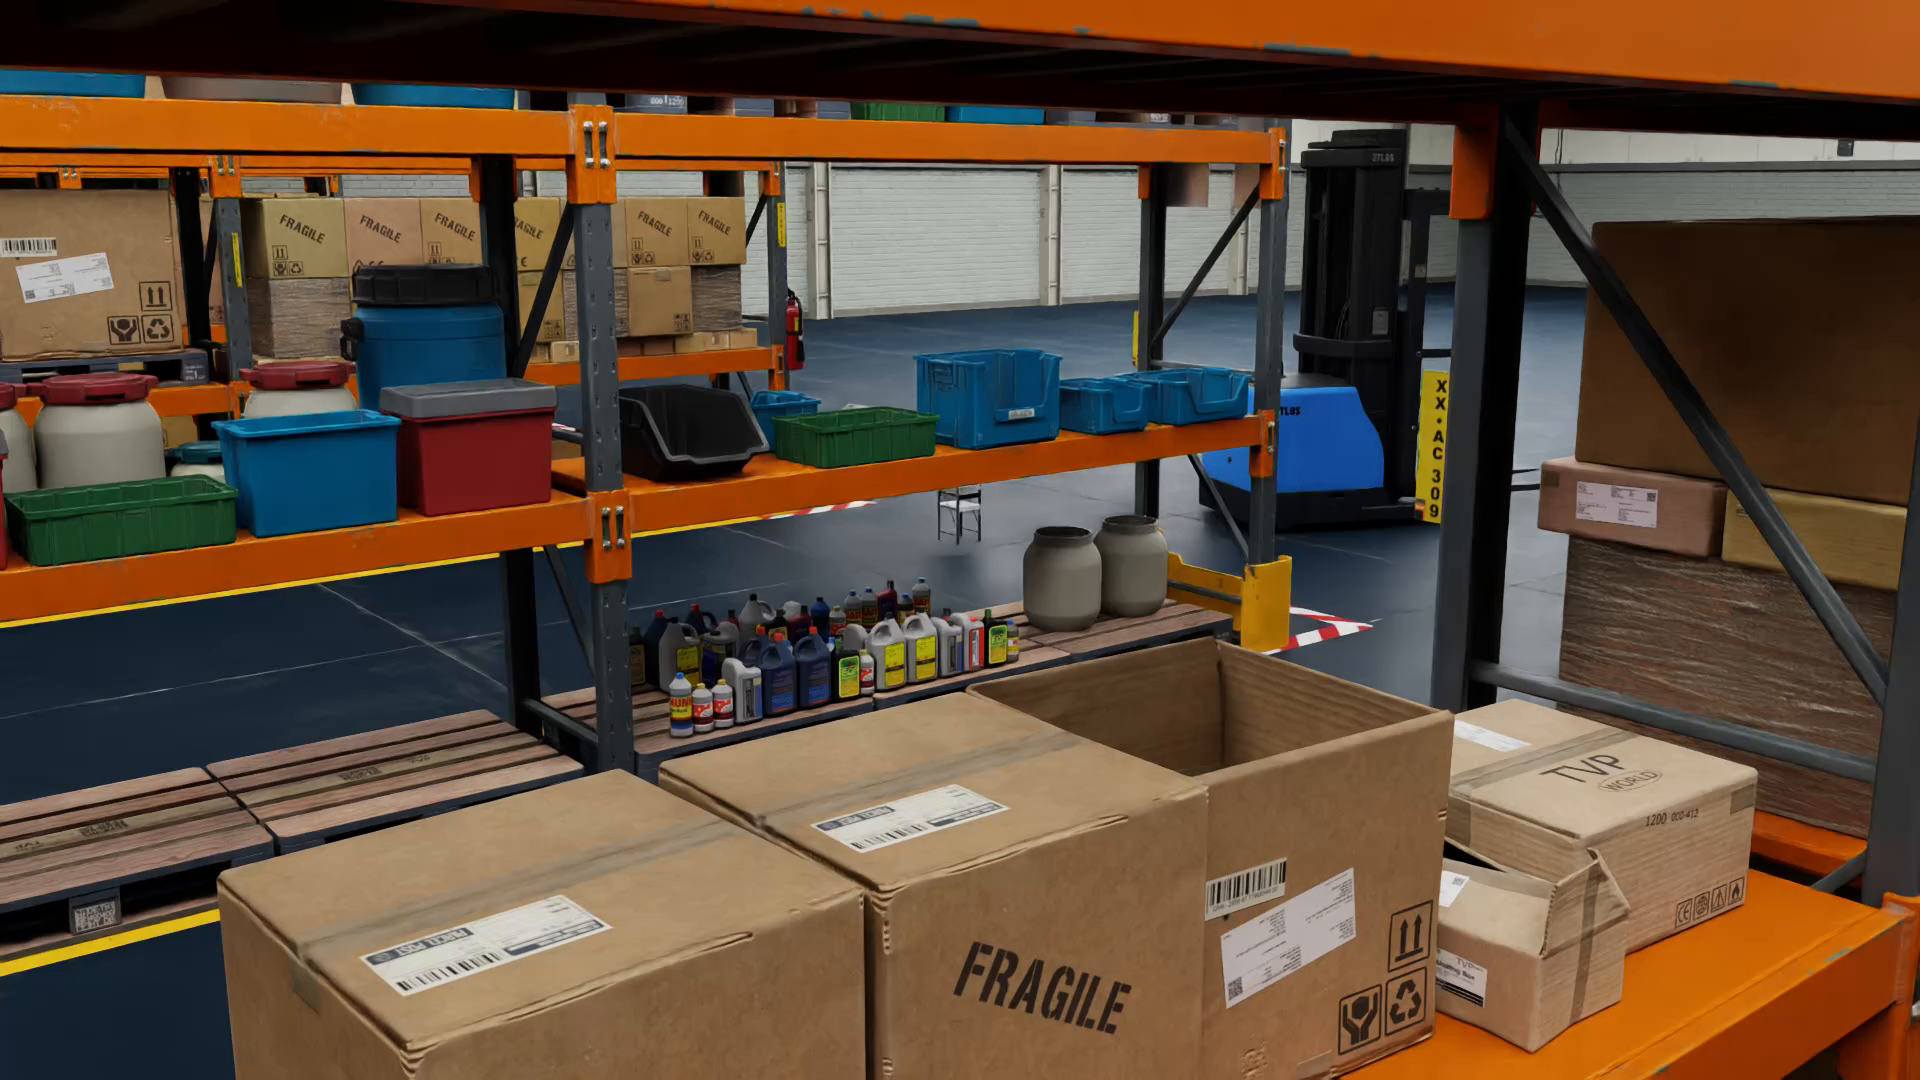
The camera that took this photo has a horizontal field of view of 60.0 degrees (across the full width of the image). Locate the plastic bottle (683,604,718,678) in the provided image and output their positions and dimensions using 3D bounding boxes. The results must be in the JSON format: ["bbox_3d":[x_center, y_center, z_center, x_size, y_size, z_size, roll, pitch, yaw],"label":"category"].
[{"bbox_3d":[-1.245,0.476,7.983,0.185,0.351,0.144,-10,16,-40],"label":"plastic bottle"}]

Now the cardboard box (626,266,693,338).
[{"bbox_3d":[-2.451,-1.815,12.497,0.500,0.500,0.875,-9,15,-38],"label":"cardboard box"}]

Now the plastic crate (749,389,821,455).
[{"bbox_3d":[-1.024,-0.564,7.922,0.616,0.251,0.499,-9,15,-38],"label":"plastic crate"}]

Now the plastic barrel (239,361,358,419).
[{"bbox_3d":[-2.602,-0.427,6.592,0.433,0.535,0.433,0,12,0],"label":"plastic barrel"}]

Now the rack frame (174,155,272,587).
[{"bbox_3d":[-4.812,-1.253,10.806,0.127,3.000,1.000,-9,15,-38],"label":"rack frame"}]

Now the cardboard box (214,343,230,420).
[{"bbox_3d":[-6.596,-1.424,15.718,0.875,0.875,0.875,-9,15,-37],"label":"cardboard box"}]

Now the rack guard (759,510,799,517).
[{"bbox_3d":[-1.748,-0.539,13.464,0.348,0.500,1.175,-9,15,-38],"label":"rack guard"}]

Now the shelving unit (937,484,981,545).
[{"bbox_3d":[-0.006,-0.439,12.030,0.210,0.900,0.258,-9,15,-38],"label":"shelving unit"}]

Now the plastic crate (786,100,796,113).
[{"bbox_3d":[-0.717,-2.061,8.029,0.396,0.136,0.243,-9,15,-38],"label":"plastic crate"}]

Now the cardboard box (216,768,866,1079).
[{"bbox_3d":[-0.450,0.604,1.820,0.500,0.500,0.500,-11,16,-41],"label":"cardboard box"}]

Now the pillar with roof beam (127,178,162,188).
[{"bbox_3d":[-9.401,-6.476,20.961,0.400,9.000,9.100,-9,15,-38],"label":"pillar with roof beam"}]

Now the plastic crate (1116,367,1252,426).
[{"bbox_3d":[1.201,-0.782,8.948,0.616,0.251,0.499,-9,15,-38],"label":"plastic crate"}]

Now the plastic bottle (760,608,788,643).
[{"bbox_3d":[-0.909,0.480,8.125,0.133,0.283,0.061,-9,15,-38],"label":"plastic bottle"}]

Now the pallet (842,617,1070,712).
[{"bbox_3d":[-0.214,0.675,8.441,1.213,0.211,1.003,-9,15,-38],"label":"pallet"}]

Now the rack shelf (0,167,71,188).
[{"bbox_3d":[-9.394,-2.926,13.198,4.000,0.370,1.077,-9,15,-38],"label":"rack shelf"}]

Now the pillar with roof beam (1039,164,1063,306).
[{"bbox_3d":[4.655,-8.811,31.960,0.548,9.000,9.100,-9,15,-38],"label":"pillar with roof beam"}]

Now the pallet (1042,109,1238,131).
[{"bbox_3d":[0.698,-2.252,8.745,1.213,0.211,1.003,-9,15,-38],"label":"pallet"}]

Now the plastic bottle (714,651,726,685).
[{"bbox_3d":[-1.027,0.630,7.419,0.133,0.283,0.061,-9,15,-38],"label":"plastic bottle"}]

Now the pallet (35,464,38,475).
[{"bbox_3d":[-8.387,-0.594,14.417,1.213,0.211,1.003,-9,15,-38],"label":"pallet"}]

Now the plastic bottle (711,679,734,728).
[{"bbox_3d":[-1.037,0.708,7.252,0.097,0.201,0.097,0,12,0],"label":"plastic bottle"}]

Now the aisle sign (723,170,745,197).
[{"bbox_3d":[-1.828,-3.100,13.248,0.004,0.787,0.394,-9,15,-38],"label":"aisle sign"}]

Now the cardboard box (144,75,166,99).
[{"bbox_3d":[-5.241,-2.931,10.229,0.637,0.503,0.797,-10,16,-40],"label":"cardboard box"}]

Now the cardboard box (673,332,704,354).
[{"bbox_3d":[-2.141,-1.505,12.600,0.250,0.149,0.380,-9,15,-38],"label":"cardboard box"}]

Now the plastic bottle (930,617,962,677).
[{"bbox_3d":[-0.077,0.504,8.030,0.135,0.276,0.152,-10,16,-39],"label":"plastic bottle"}]

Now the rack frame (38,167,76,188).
[{"bbox_3d":[-7.832,-2.070,14.657,0.127,3.000,1.000,-9,15,-38],"label":"rack frame"}]

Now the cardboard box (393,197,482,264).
[{"bbox_3d":[-3.522,-2.083,11.354,0.500,0.500,0.500,-9,15,-38],"label":"cardboard box"}]

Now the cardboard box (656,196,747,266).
[{"bbox_3d":[-1.964,-2.344,12.581,0.500,0.500,0.500,-9,15,-38],"label":"cardboard box"}]

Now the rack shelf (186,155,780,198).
[{"bbox_3d":[-3.251,-2.628,11.792,4.000,0.370,1.077,-9,15,-38],"label":"rack shelf"}]

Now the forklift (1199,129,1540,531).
[{"bbox_3d":[3.465,-1.659,12.885,3.031,2.935,1.130,-4,13,-17],"label":"forklift"}]

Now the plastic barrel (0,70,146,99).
[{"bbox_3d":[-3.001,-1.891,5.384,0.708,0.901,0.600,-9,15,-38],"label":"plastic barrel"}]

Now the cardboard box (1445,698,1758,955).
[{"bbox_3d":[1.016,0.499,2.919,0.500,0.250,0.500,-8,15,-34],"label":"cardboard box"}]

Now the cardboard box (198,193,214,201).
[{"bbox_3d":[-8.876,-3.813,19.502,0.500,0.500,0.700,-10,15,-38],"label":"cardboard box"}]

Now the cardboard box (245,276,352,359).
[{"bbox_3d":[-4.422,-1.495,10.993,0.500,0.500,0.875,-9,15,-38],"label":"cardboard box"}]

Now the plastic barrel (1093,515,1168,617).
[{"bbox_3d":[0.939,0.141,9.222,0.421,0.512,0.421,0,12,0],"label":"plastic barrel"}]

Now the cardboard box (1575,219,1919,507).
[{"bbox_3d":[1.716,-0.388,3.368,0.500,0.500,0.700,-9,15,-37],"label":"cardboard box"}]

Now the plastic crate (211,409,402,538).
[{"bbox_3d":[-2.385,-0.248,6.113,0.575,0.384,0.392,-9,15,-38],"label":"plastic crate"}]

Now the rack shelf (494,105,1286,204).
[{"bbox_3d":[-0.156,-1.824,8.008,4.000,0.370,1.077,-9,15,-38],"label":"rack shelf"}]

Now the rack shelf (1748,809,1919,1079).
[{"bbox_3d":[2.935,0.447,4.534,4.000,0.370,1.077,-9,15,-38],"label":"rack shelf"}]

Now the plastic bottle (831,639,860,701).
[{"bbox_3d":[-0.526,0.588,7.620,0.133,0.283,0.061,-9,15,-35],"label":"plastic bottle"}]

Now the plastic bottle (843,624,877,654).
[{"bbox_3d":[-0.461,0.530,7.910,0.135,0.276,0.152,-9,15,-38],"label":"plastic bottle"}]

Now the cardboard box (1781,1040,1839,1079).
[{"bbox_3d":[1.931,1.118,3.446,0.500,0.500,0.500,-9,15,-38],"label":"cardboard box"}]

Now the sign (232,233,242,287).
[{"bbox_3d":[-4.463,-1.729,10.264,0.005,0.325,0.100,-9,15,-38],"label":"sign"}]

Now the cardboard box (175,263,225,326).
[{"bbox_3d":[-7.136,-2.268,15.229,0.550,0.550,0.875,-9,15,-38],"label":"cardboard box"}]

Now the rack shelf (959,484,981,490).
[{"bbox_3d":[-0.006,-0.407,12.037,0.200,0.077,0.258,-9,15,-38],"label":"rack shelf"}]

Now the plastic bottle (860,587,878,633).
[{"bbox_3d":[-0.473,0.380,8.626,0.097,0.271,0.097,0,12,0],"label":"plastic bottle"}]

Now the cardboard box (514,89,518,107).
[{"bbox_3d":[-3.191,-3.048,11.441,0.250,0.149,0.380,-9,15,-36],"label":"cardboard box"}]

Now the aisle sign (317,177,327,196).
[{"bbox_3d":[-8.025,-4.709,20.825,0.004,0.787,0.394,-9,15,-38],"label":"aisle sign"}]

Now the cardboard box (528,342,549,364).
[{"bbox_3d":[-3.127,-1.345,11.848,0.250,0.149,0.380,-9,15,-38],"label":"cardboard box"}]
